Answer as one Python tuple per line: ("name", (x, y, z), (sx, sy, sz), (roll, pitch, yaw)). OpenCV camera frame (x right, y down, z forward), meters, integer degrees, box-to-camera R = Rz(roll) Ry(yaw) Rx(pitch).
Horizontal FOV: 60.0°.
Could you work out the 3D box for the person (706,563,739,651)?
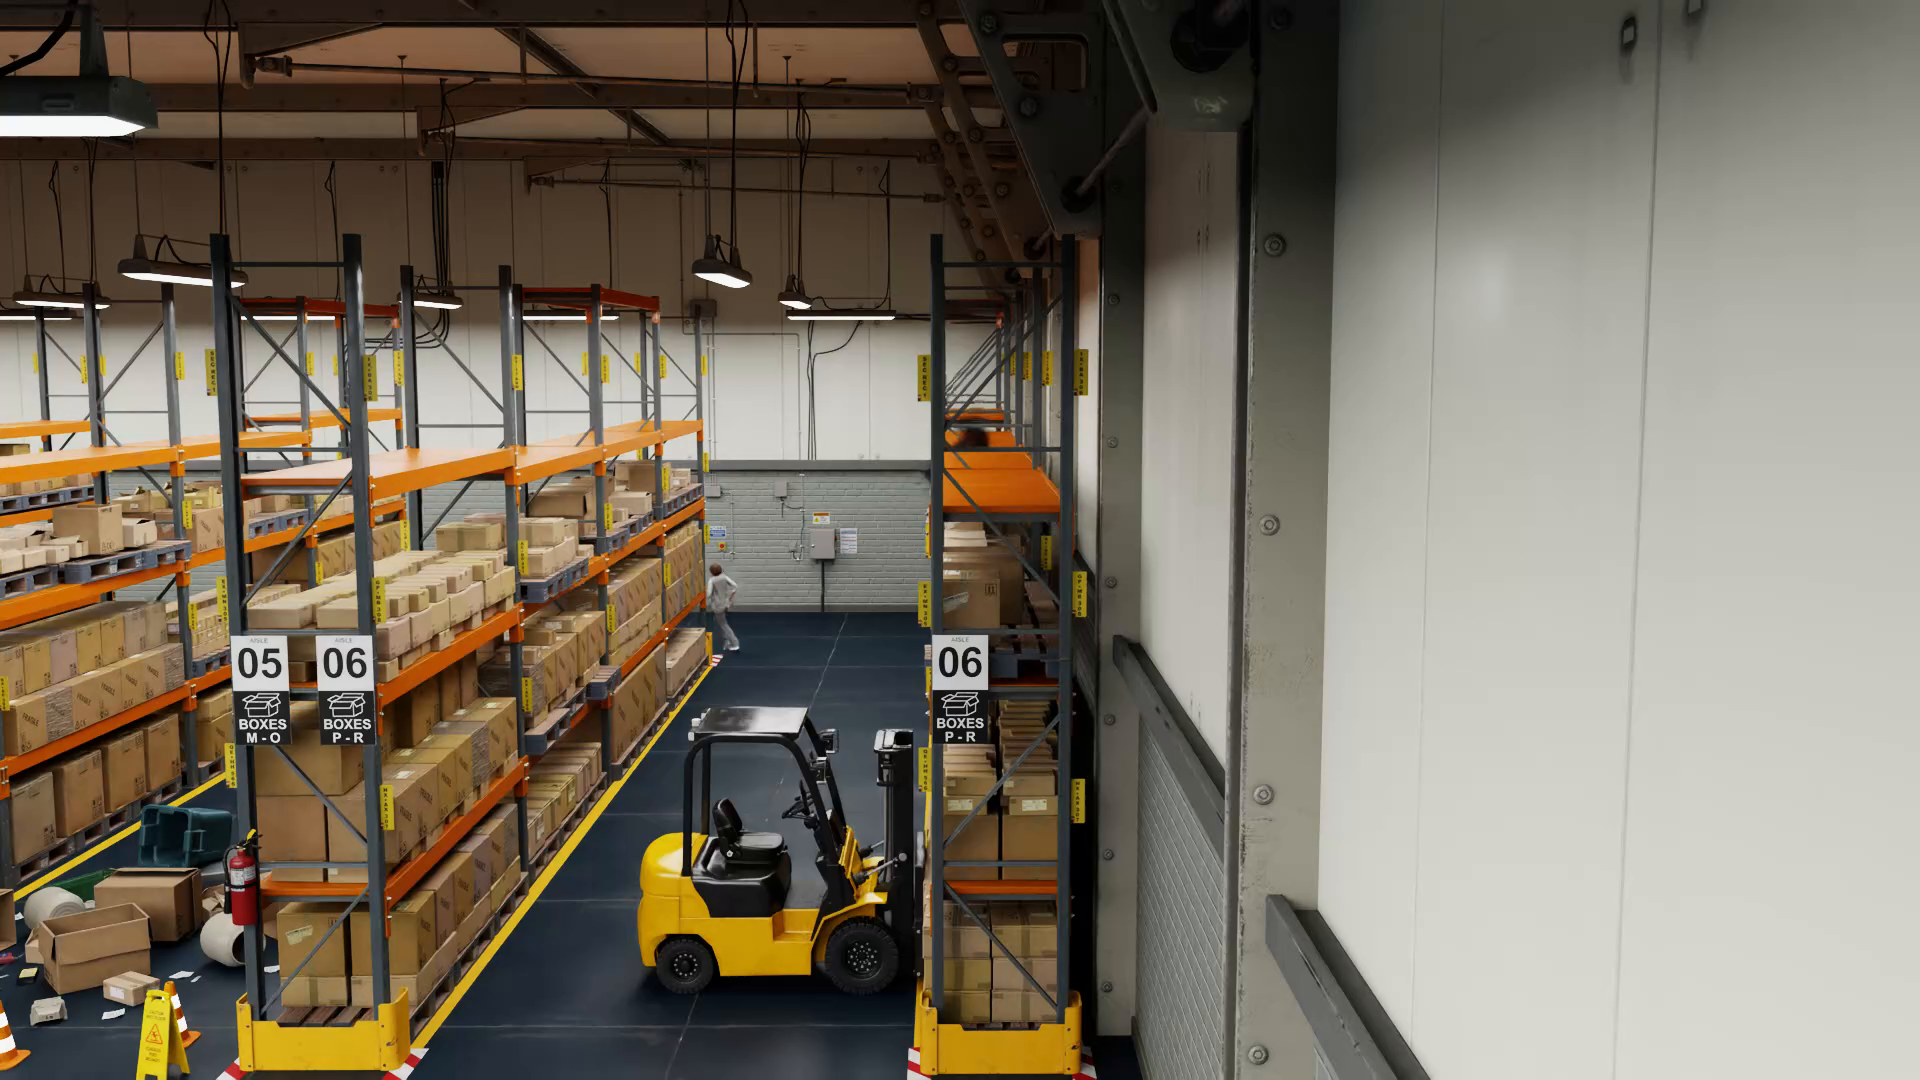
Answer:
("person", (-4.171, 1.194, 28.996), (0.626, 1.603, 0.561), (4, 8, 33))
